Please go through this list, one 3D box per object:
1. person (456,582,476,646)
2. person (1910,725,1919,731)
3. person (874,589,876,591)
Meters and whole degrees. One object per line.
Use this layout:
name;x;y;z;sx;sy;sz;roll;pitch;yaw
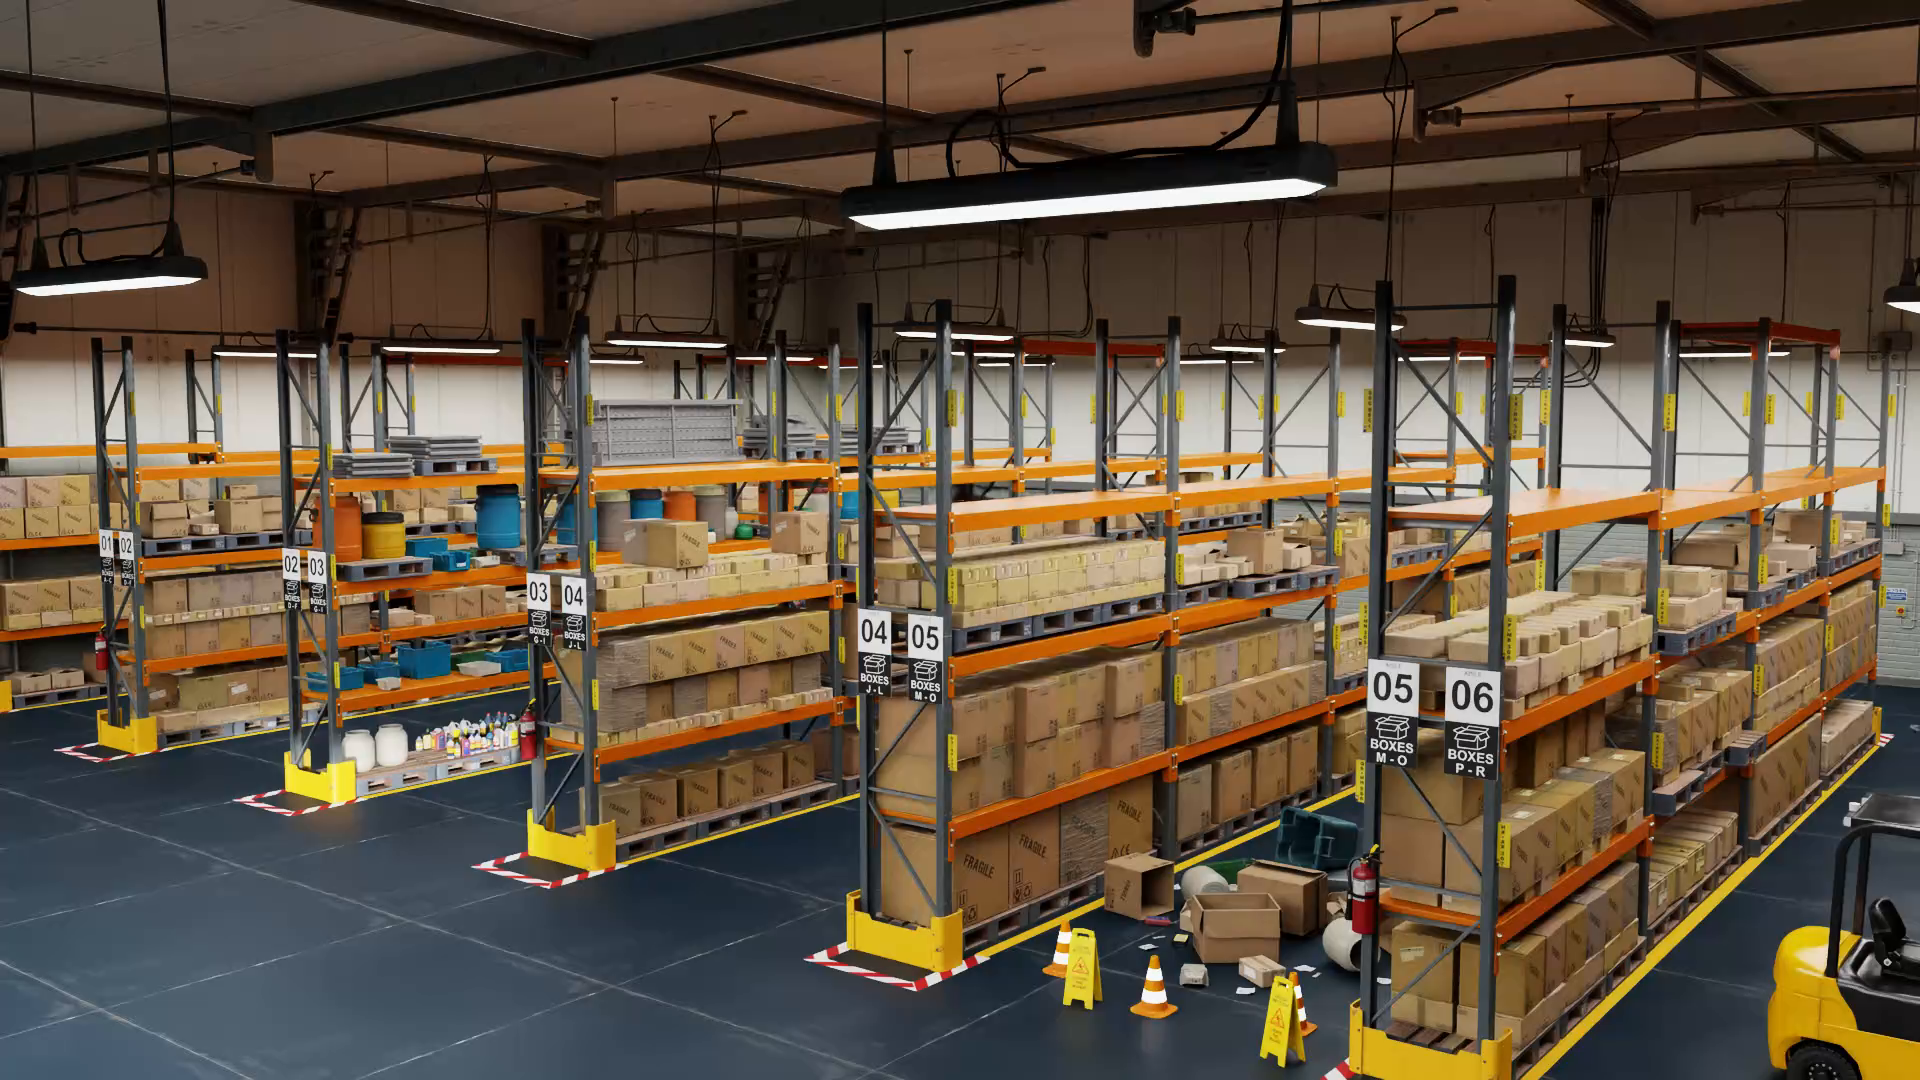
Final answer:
person;-9.744;1.496;32.611;0.524;1.686;0.351;-1;5;-12
person;14.842;2.134;24.987;0.626;1.665;1.058;-4;6;-38
person;-2.126;0.834;39.724;0.528;1.717;1.026;4;7;41
